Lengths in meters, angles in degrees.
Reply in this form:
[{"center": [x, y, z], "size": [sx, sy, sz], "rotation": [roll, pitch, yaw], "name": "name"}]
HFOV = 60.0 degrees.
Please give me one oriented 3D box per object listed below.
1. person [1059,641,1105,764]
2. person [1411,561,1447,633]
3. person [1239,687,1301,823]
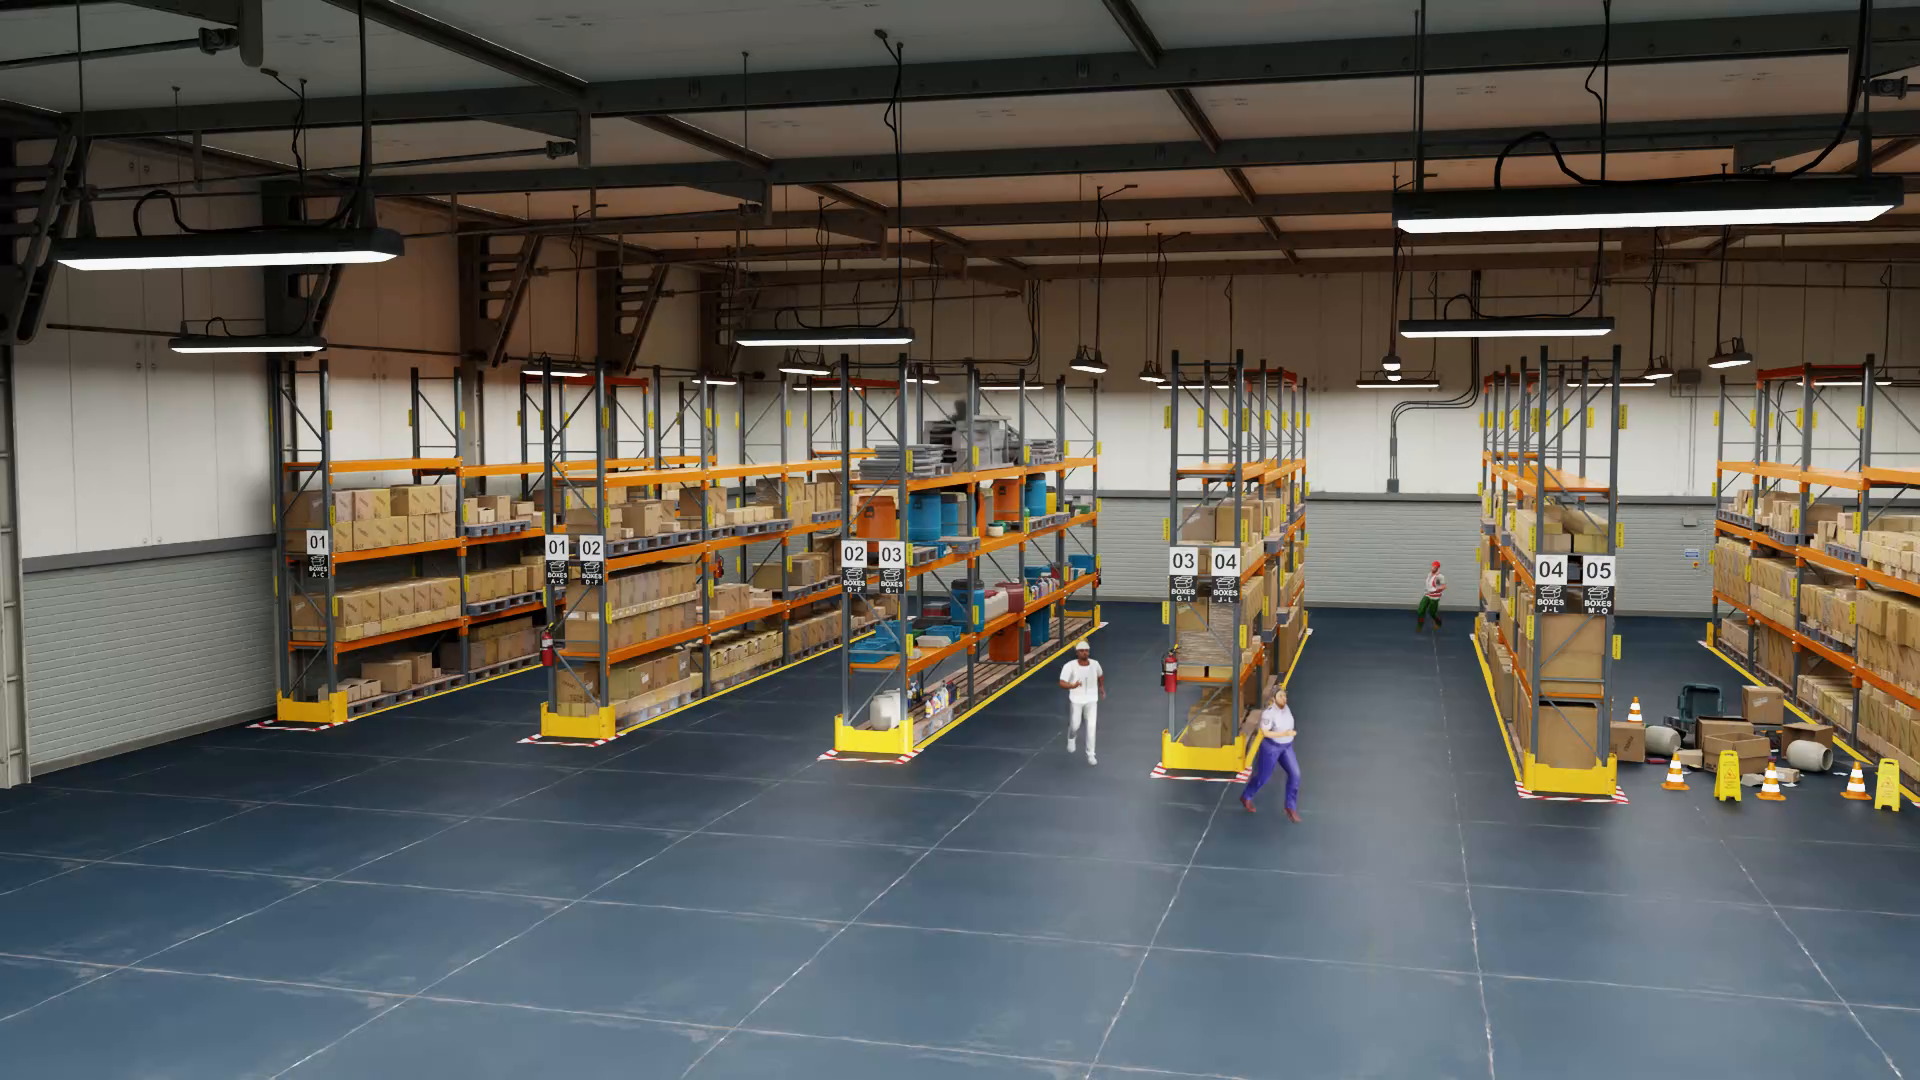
[{"center": [1.804, 2.355, 24.382], "size": [0.712, 1.744, 0.961], "rotation": [-1, 4, -8], "name": "person"}, {"center": [11.158, 1.360, 39.046], "size": [0.835, 1.778, 0.781], "rotation": [-2, 5, -26], "name": "person"}, {"center": [3.956, 2.685, 20.950], "size": [0.609, 1.696, 0.882], "rotation": [-3, 5, -32], "name": "person"}]
